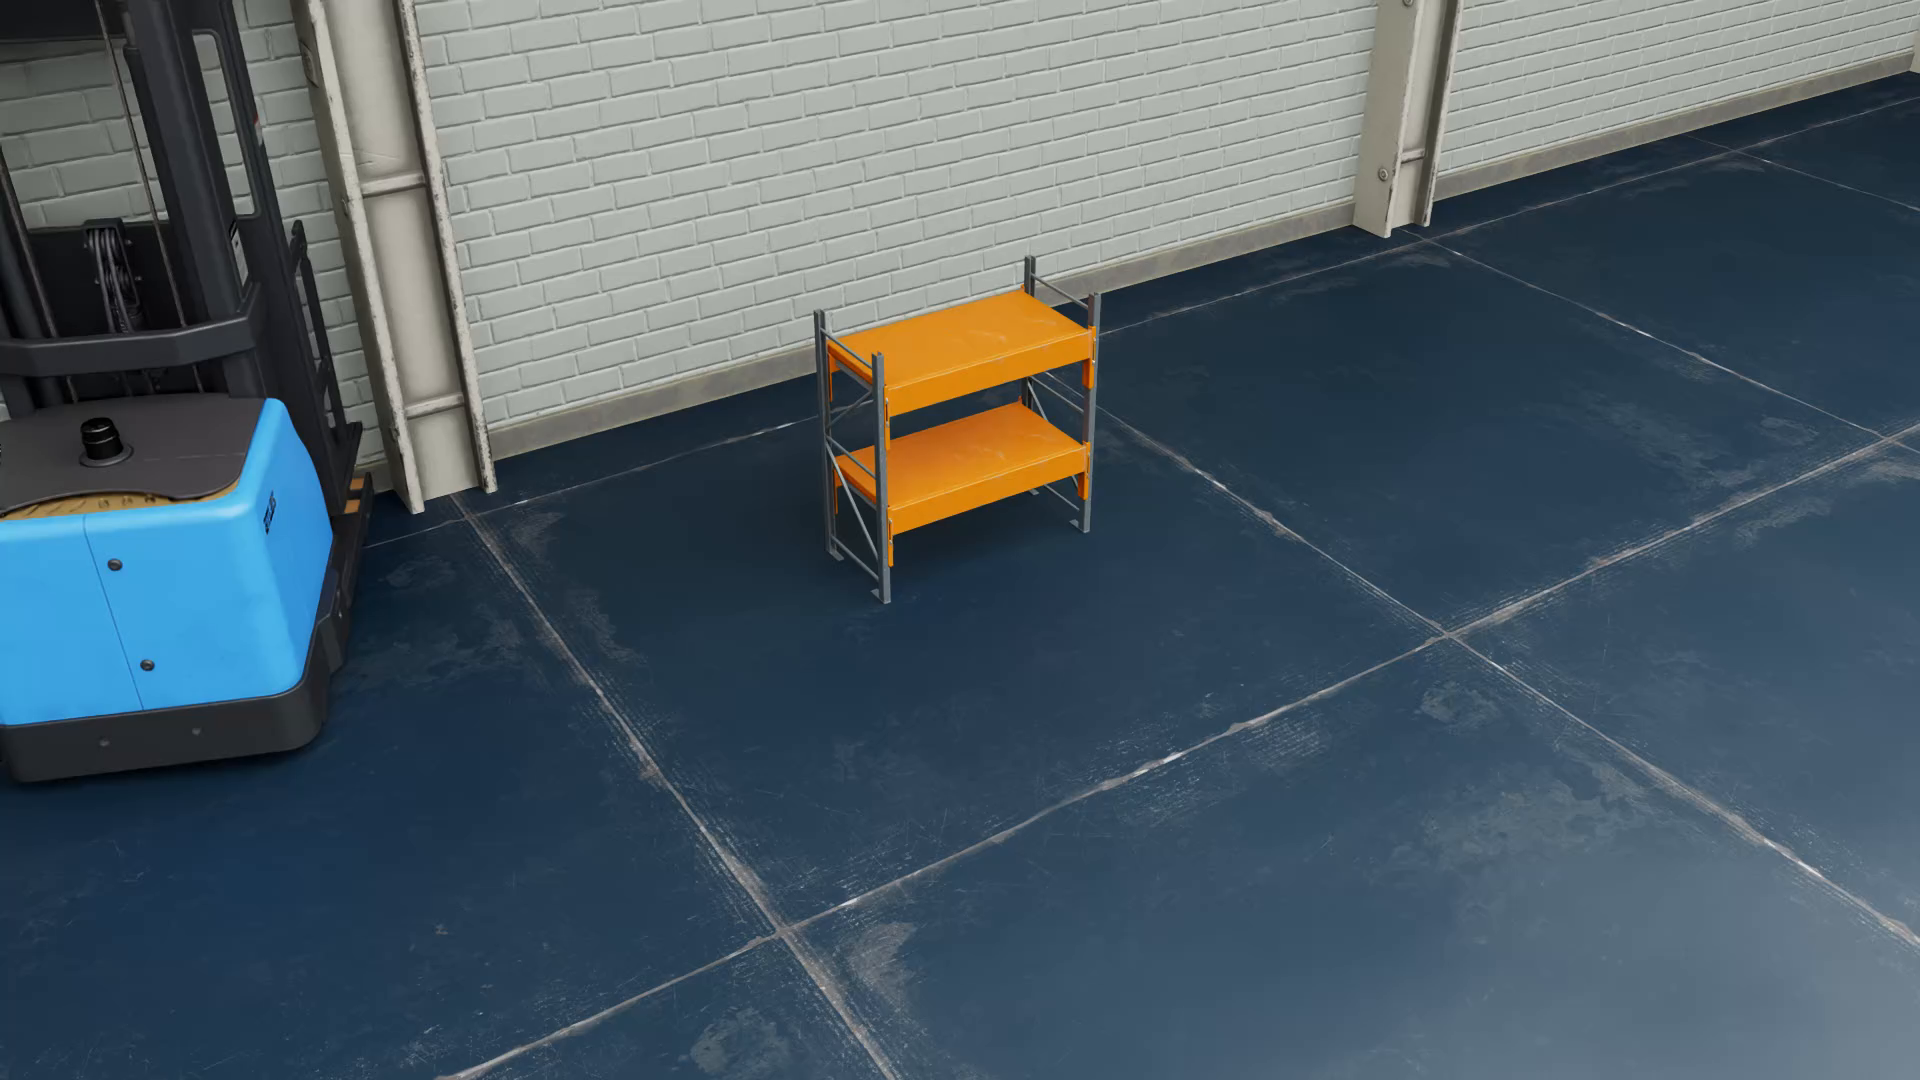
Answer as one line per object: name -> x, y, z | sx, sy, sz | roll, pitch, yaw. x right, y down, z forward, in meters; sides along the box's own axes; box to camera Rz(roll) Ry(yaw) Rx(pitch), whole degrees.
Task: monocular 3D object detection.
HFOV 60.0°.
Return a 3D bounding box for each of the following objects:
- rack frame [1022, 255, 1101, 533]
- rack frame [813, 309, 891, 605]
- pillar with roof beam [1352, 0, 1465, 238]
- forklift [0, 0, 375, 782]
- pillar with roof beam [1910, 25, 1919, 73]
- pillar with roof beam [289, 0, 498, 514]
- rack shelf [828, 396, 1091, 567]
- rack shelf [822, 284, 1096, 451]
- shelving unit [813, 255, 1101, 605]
rack frame -> 0.422, -0.621, 7.180 | 0.032, 1.125, 0.500 | -19, 37, -27
rack frame -> -0.433, -0.327, 6.714 | 0.032, 1.125, 0.500 | -19, 37, -27
pillar with roof beam -> 5.012, -3.850, 4.918 | 0.400, 9.000, 9.100 | -19, 37, -27
forklift -> -3.114, -1.174, 6.364 | 1.130, 2.935, 3.031 | -6, 33, -10
pillar with roof beam -> 10.055, -5.584, 7.668 | 0.400, 9.000, 9.100 | -19, 37, -27
pillar with roof beam -> -0.031, -2.115, 2.169 | 0.400, 9.000, 9.100 | -19, 37, -27
rack shelf -> -0.006, -0.267, 7.077 | 1.000, 0.278, 0.538 | -19, 37, -27
rack shelf -> -0.006, -0.721, 6.791 | 1.000, 0.278, 0.538 | -19, 37, -27
shelving unit -> -0.006, -0.474, 6.947 | 1.048, 1.125, 0.538 | -19, 37, -27
